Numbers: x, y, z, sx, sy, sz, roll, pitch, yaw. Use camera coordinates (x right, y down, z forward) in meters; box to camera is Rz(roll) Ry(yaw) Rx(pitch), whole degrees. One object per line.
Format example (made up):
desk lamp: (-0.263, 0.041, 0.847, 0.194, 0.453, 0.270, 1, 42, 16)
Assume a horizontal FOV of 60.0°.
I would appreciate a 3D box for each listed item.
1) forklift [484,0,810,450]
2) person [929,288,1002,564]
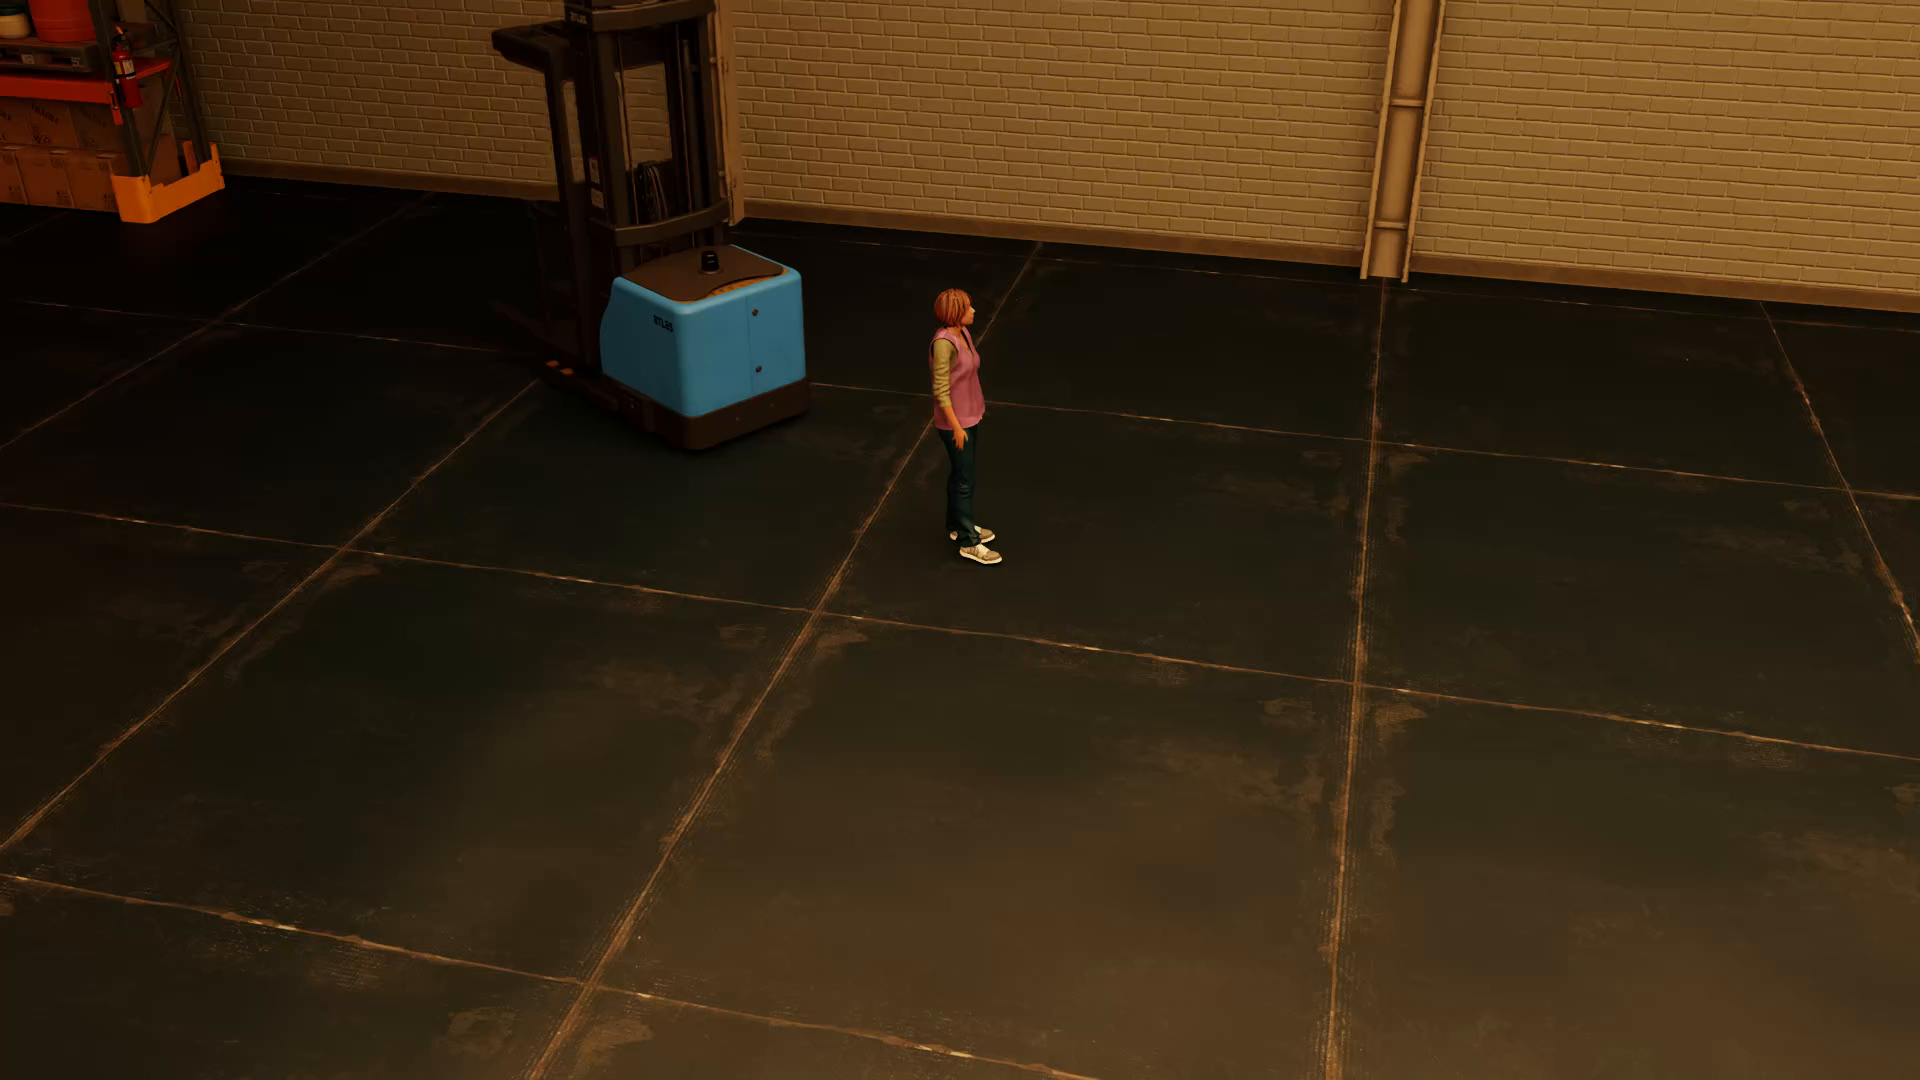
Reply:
forklift: (-2.428, -2.507, 11.595, 1.130, 2.935, 3.031, -25, 38, -37)
person: (0.069, -0.685, 9.719, 0.473, 1.599, 0.521, 7, 30, 12)
